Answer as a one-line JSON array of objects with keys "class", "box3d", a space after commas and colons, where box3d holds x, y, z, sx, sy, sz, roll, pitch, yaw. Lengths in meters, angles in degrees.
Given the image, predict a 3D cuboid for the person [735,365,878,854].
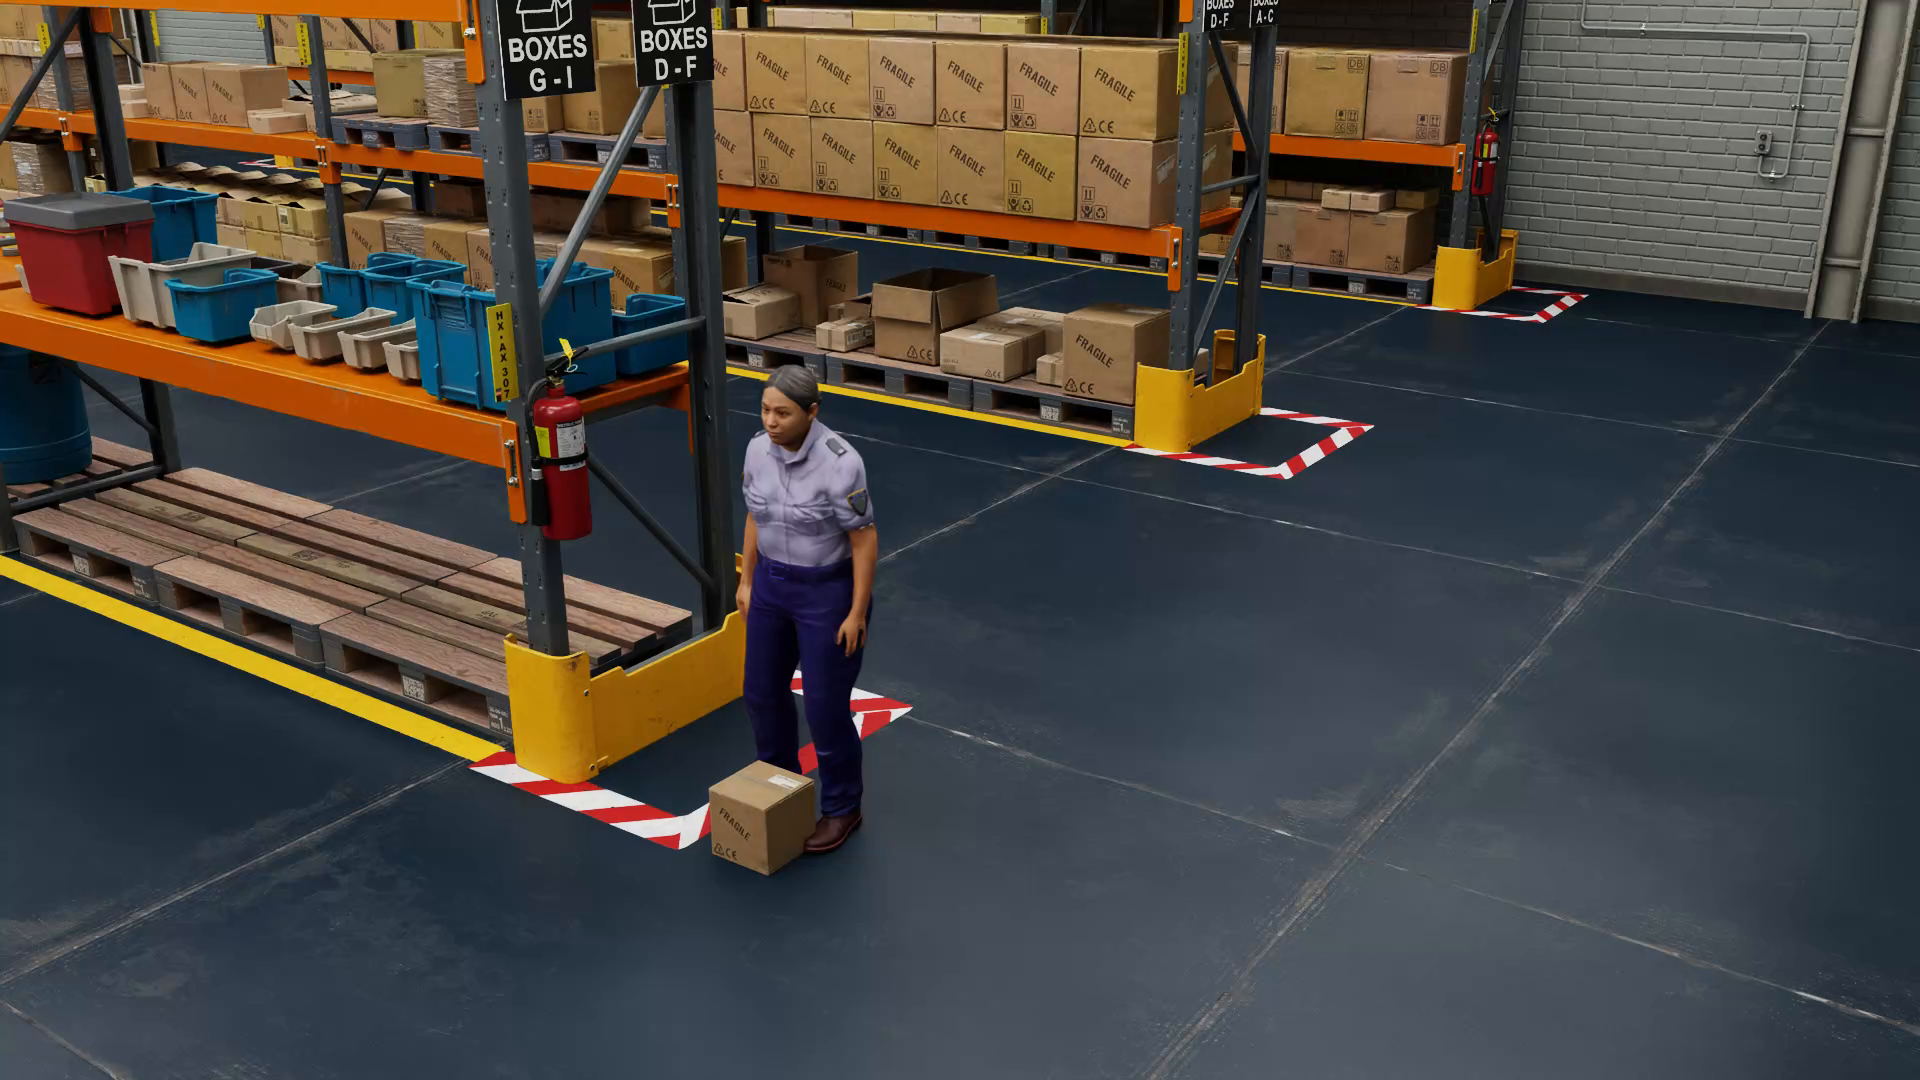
[{"class": "person", "box3d": [-0.525, 0.210, 5.524, 0.559, 1.638, 0.374, 13, 24, 32]}]
